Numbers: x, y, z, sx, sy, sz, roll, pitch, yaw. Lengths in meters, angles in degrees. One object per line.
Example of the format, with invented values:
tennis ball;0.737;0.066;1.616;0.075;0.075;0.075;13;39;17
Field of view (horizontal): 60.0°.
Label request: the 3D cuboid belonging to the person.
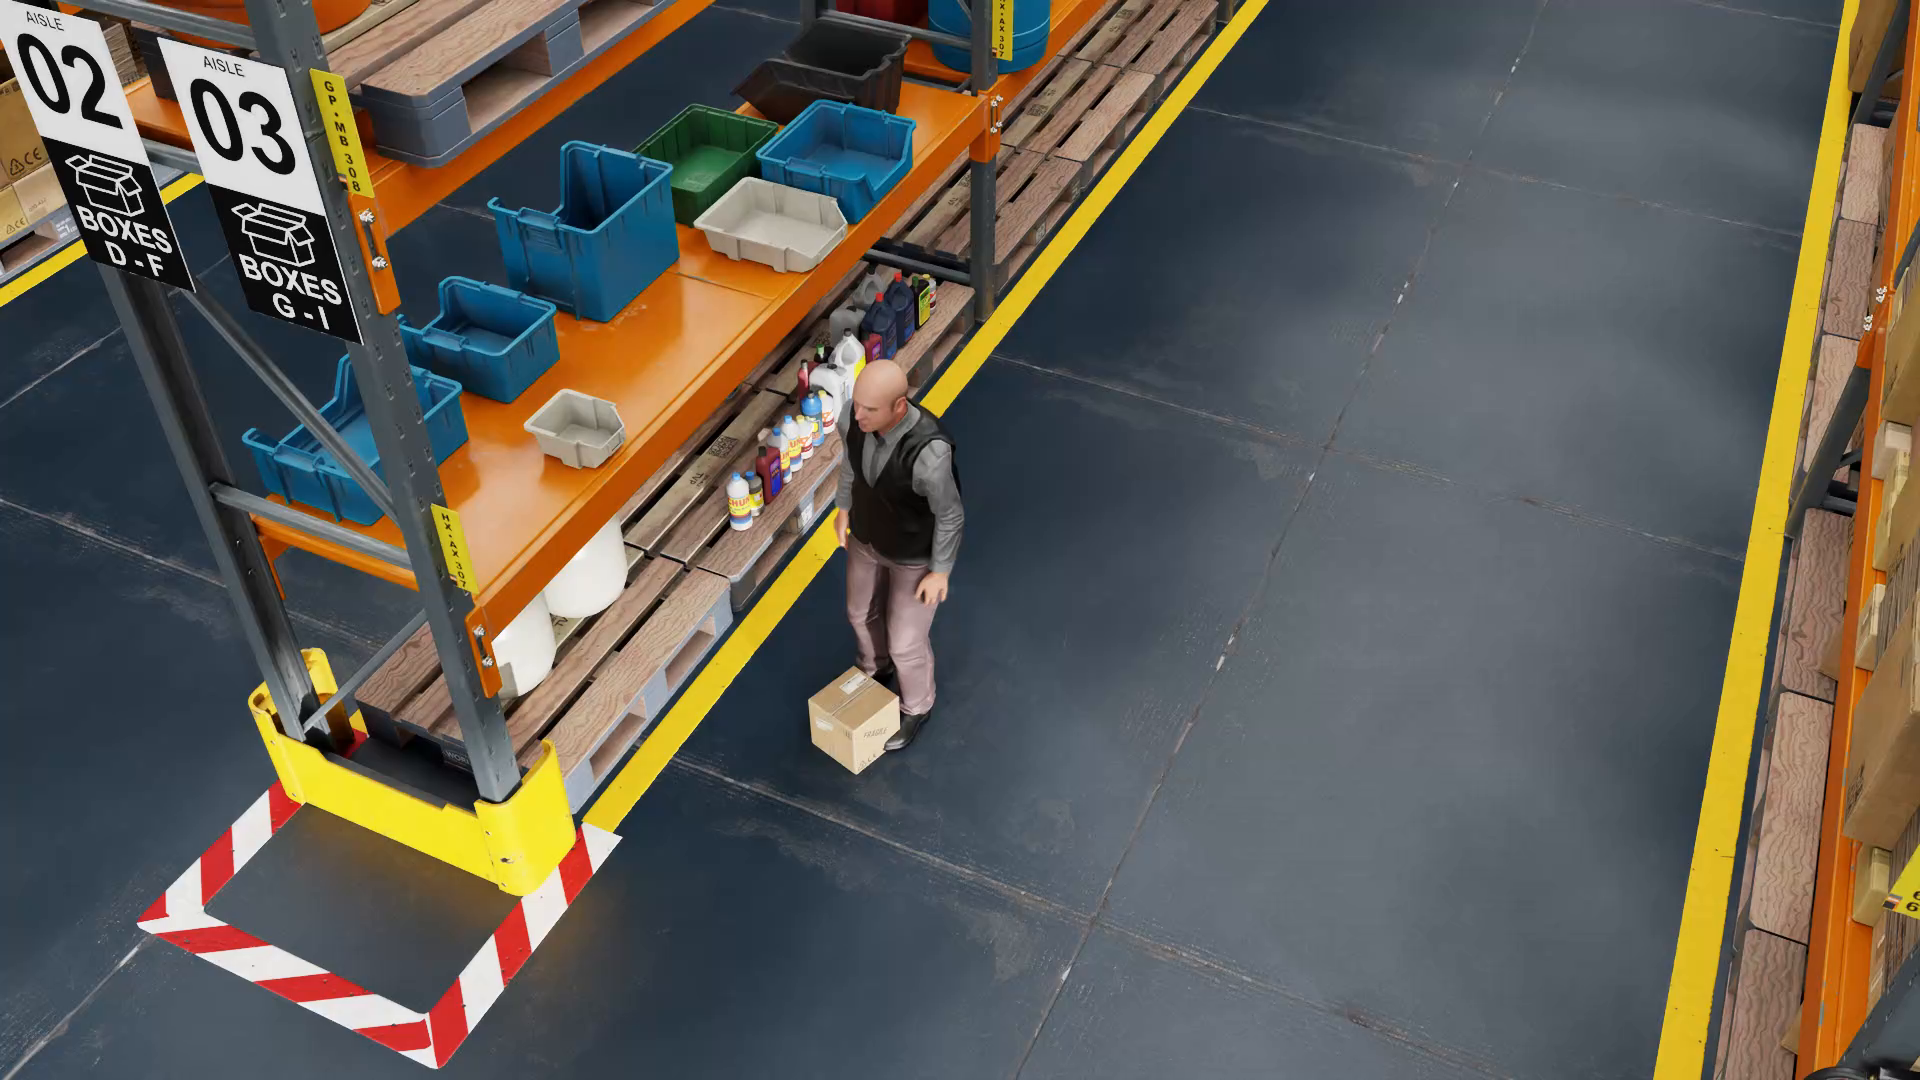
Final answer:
person;-0.241;0.022;6.153;0.579;1.720;0.466;33;51;31
